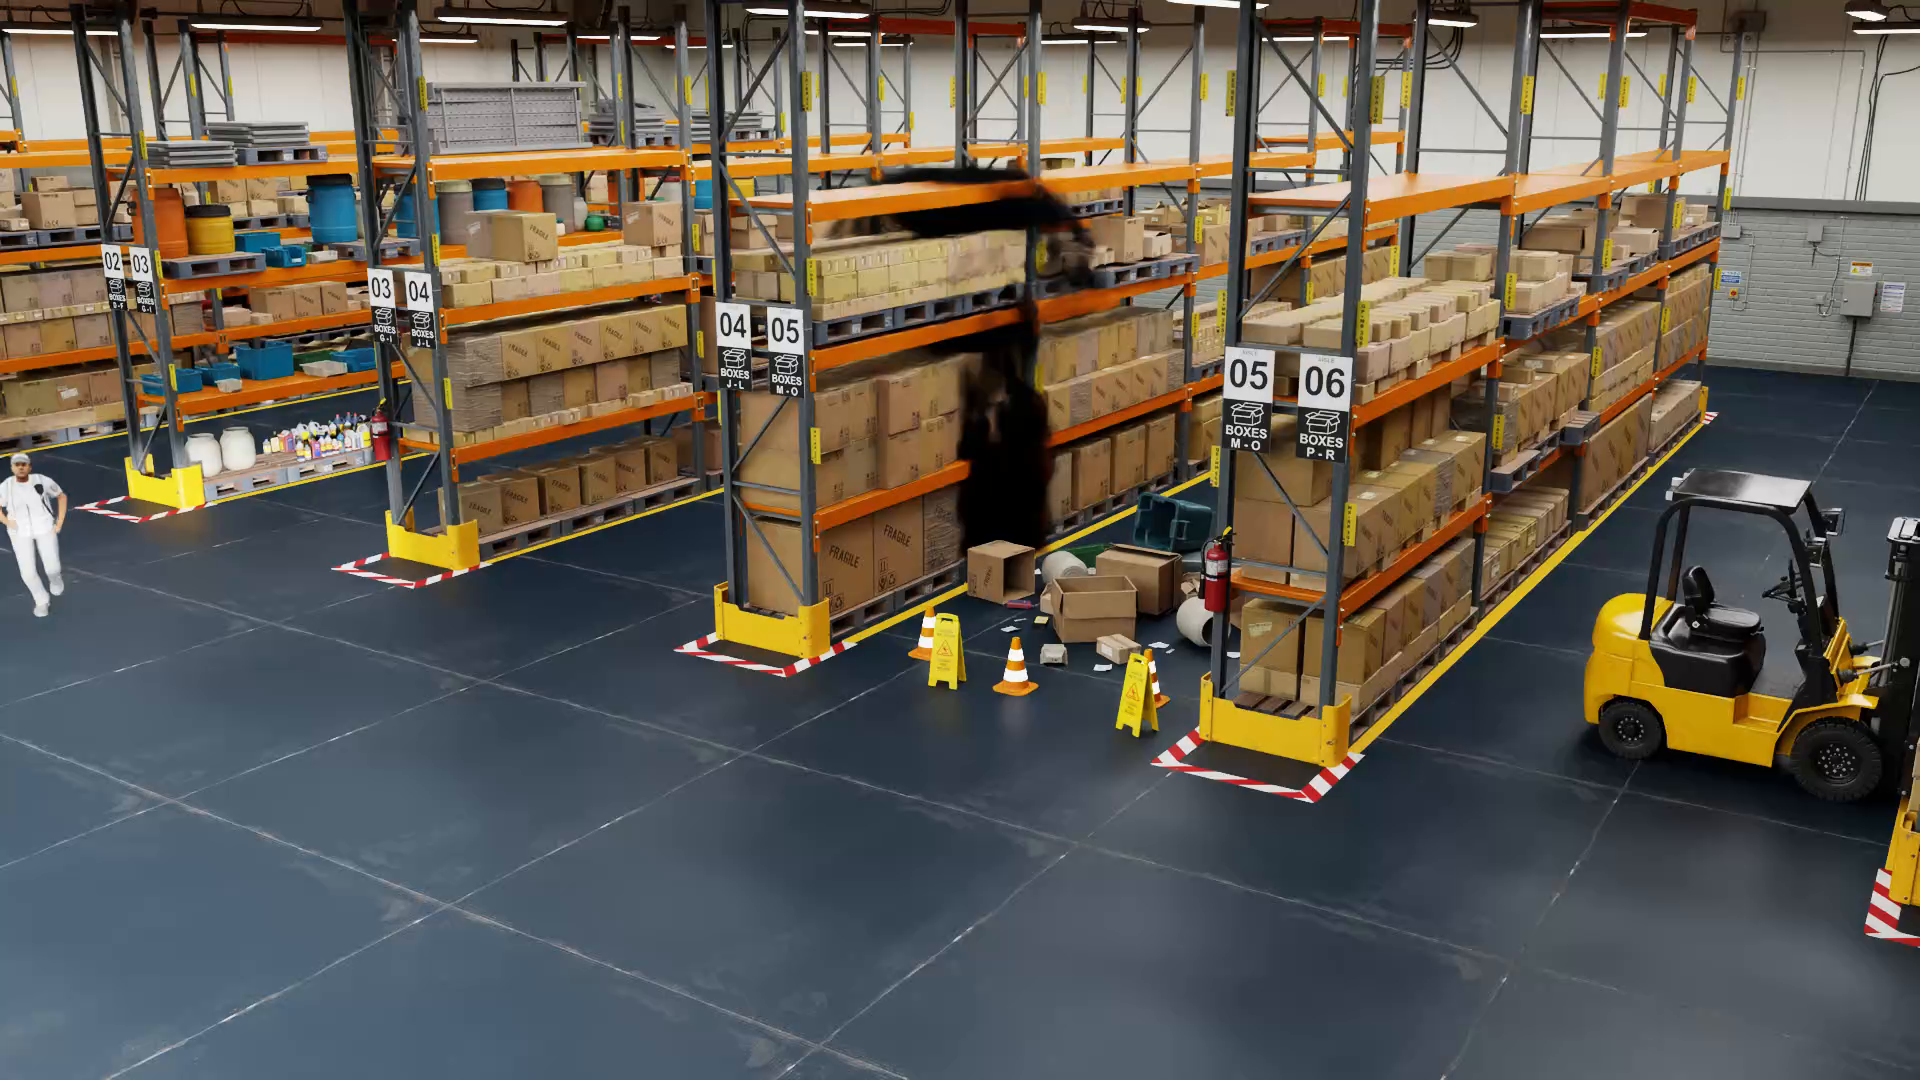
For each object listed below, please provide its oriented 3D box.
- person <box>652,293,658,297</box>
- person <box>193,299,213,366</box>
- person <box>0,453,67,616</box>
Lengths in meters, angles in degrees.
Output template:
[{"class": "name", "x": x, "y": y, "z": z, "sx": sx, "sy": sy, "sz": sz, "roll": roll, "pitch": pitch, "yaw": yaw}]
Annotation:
[{"class": "person", "x": -5.605, "y": -4.256, "z": 31.259, "sx": 0.679, "sy": 1.816, "sz": 0.800, "roll": 6, "pitch": 17, "yaw": 22}, {"class": "person", "x": -13.149, "y": -3.535, "z": 28.706, "sx": 0.608, "sy": 1.767, "sz": 0.909, "roll": 9, "pitch": 18, "yaw": 28}, {"class": "person", "x": -9.162, "y": -0.061, "z": 16.443, "sx": 0.662, "sy": 1.632, "sz": 0.512, "roll": -8, "pitch": 17, "yaw": -27}]
